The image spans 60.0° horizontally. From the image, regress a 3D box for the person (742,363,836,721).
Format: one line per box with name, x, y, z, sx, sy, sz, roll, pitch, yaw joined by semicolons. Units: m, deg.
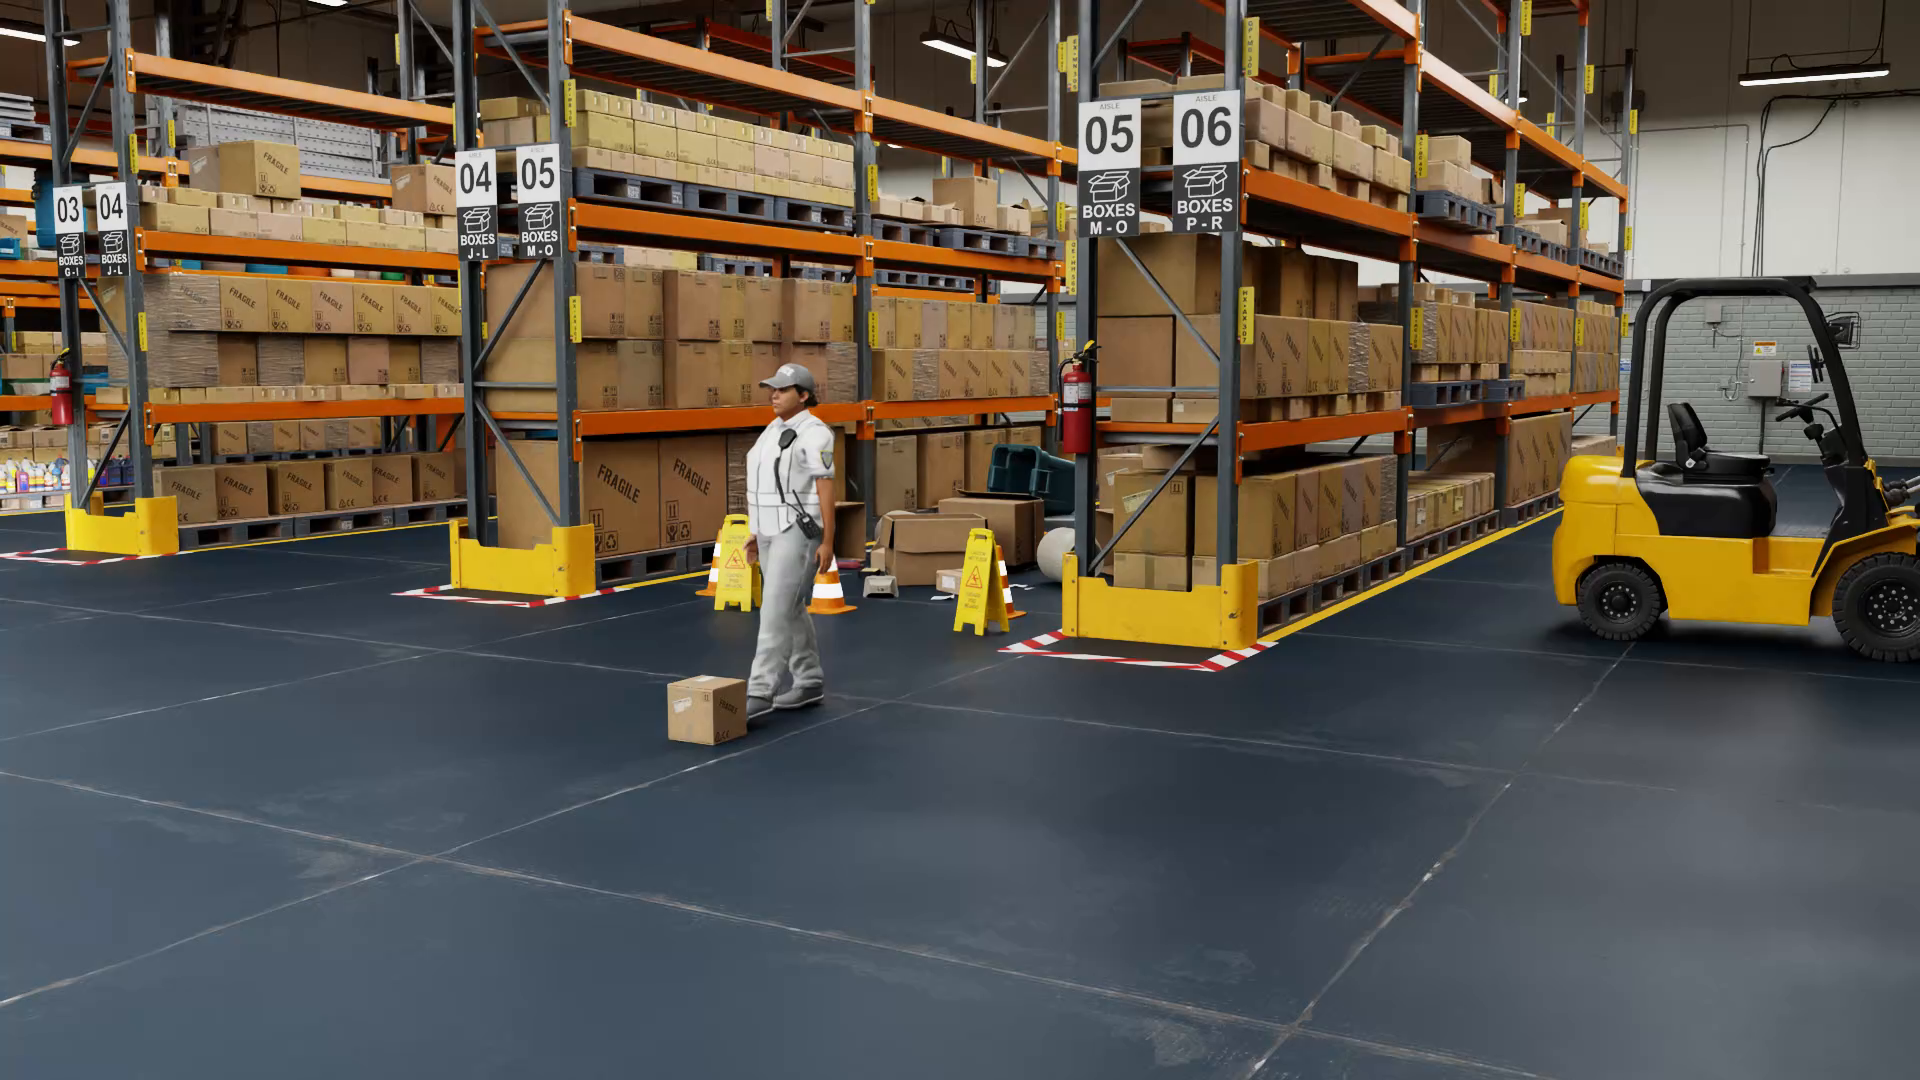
person;-0.922;-0.002;7.829;0.709;1.652;0.486;-4;8;-36
